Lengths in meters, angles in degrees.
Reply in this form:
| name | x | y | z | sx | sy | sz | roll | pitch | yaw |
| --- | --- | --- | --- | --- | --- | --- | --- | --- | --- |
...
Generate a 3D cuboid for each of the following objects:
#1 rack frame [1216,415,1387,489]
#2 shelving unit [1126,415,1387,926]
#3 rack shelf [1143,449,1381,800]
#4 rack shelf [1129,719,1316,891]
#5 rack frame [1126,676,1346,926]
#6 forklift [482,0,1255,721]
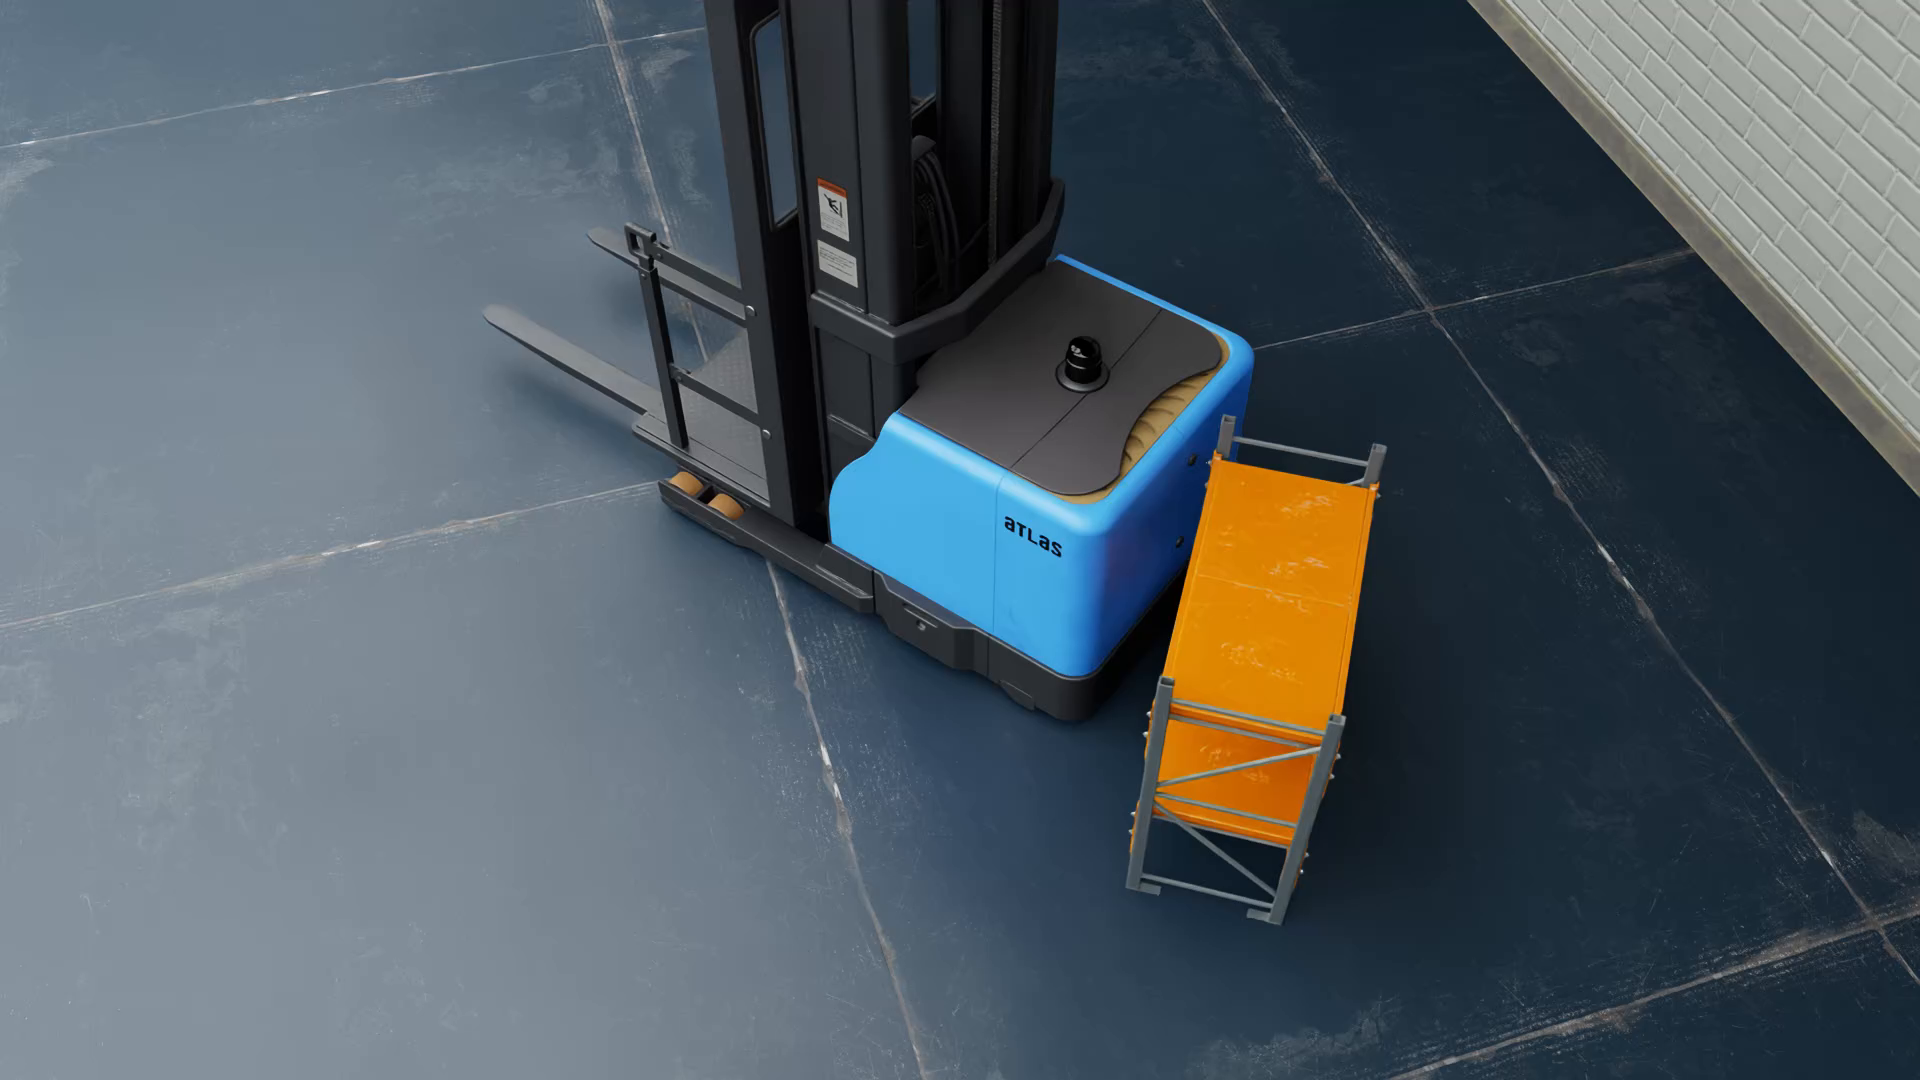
| name | x | y | z | sx | sy | sz | roll | pitch | yaw |
| --- | --- | --- | --- | --- | --- | --- | --- | --- | --- |
| rack frame | 1.044 | 0.039 | 5.481 | 0.500 | 1.125 | 0.032 | 12 | 51 | 10 |
| shelving unit | 0.909 | 0.414 | 5.166 | 0.538 | 1.125 | 1.048 | 12 | 51 | 10 |
| rack shelf | 0.909 | 0.225 | 4.942 | 0.538 | 0.278 | 1.000 | 12 | 51 | 10 |
| rack shelf | 0.909 | 0.571 | 5.352 | 0.538 | 0.278 | 1.000 | 12 | 51 | 10 |
| rack frame | 0.774 | 0.788 | 4.850 | 0.500 | 1.125 | 0.032 | 12 | 51 | 10 |
| forklift | -0.519 | -1.253 | 5.390 | 3.031 | 2.935 | 1.130 | 29 | 56 | 22 |
